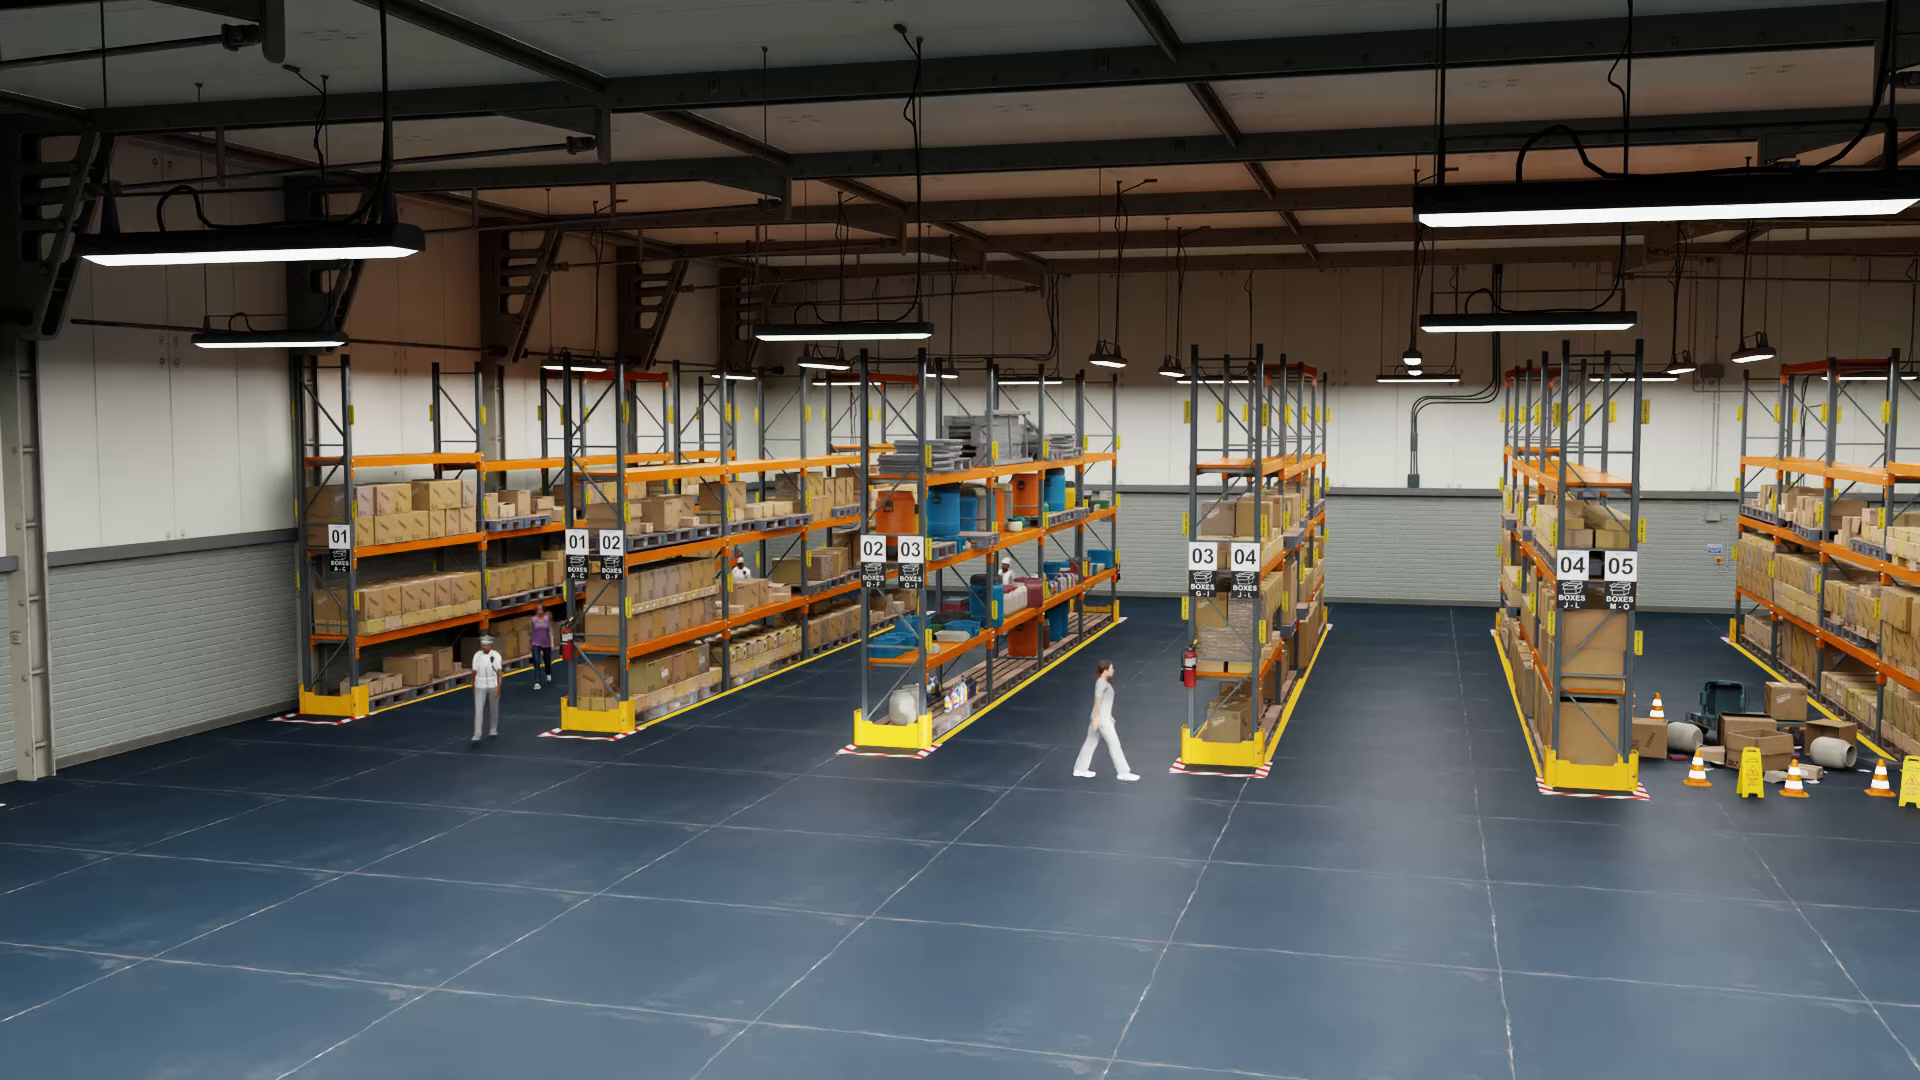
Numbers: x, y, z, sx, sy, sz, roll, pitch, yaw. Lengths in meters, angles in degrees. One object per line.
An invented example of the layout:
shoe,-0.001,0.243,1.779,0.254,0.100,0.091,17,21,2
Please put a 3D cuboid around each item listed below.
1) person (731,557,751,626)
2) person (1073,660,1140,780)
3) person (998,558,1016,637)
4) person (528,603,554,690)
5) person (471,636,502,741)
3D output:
person,-5.223,1.207,39.664,0.481,1.602,1.043,1,4,15
person,2.003,2.453,22.843,0.888,1.624,0.495,0,4,-1
person,0.964,1.293,37.560,0.478,1.796,0.626,-3,6,-39
person,-7.681,1.922,30.519,0.476,1.539,0.980,-1,4,-10
person,-7.257,2.262,25.481,0.477,1.609,1.047,-1,4,-16
